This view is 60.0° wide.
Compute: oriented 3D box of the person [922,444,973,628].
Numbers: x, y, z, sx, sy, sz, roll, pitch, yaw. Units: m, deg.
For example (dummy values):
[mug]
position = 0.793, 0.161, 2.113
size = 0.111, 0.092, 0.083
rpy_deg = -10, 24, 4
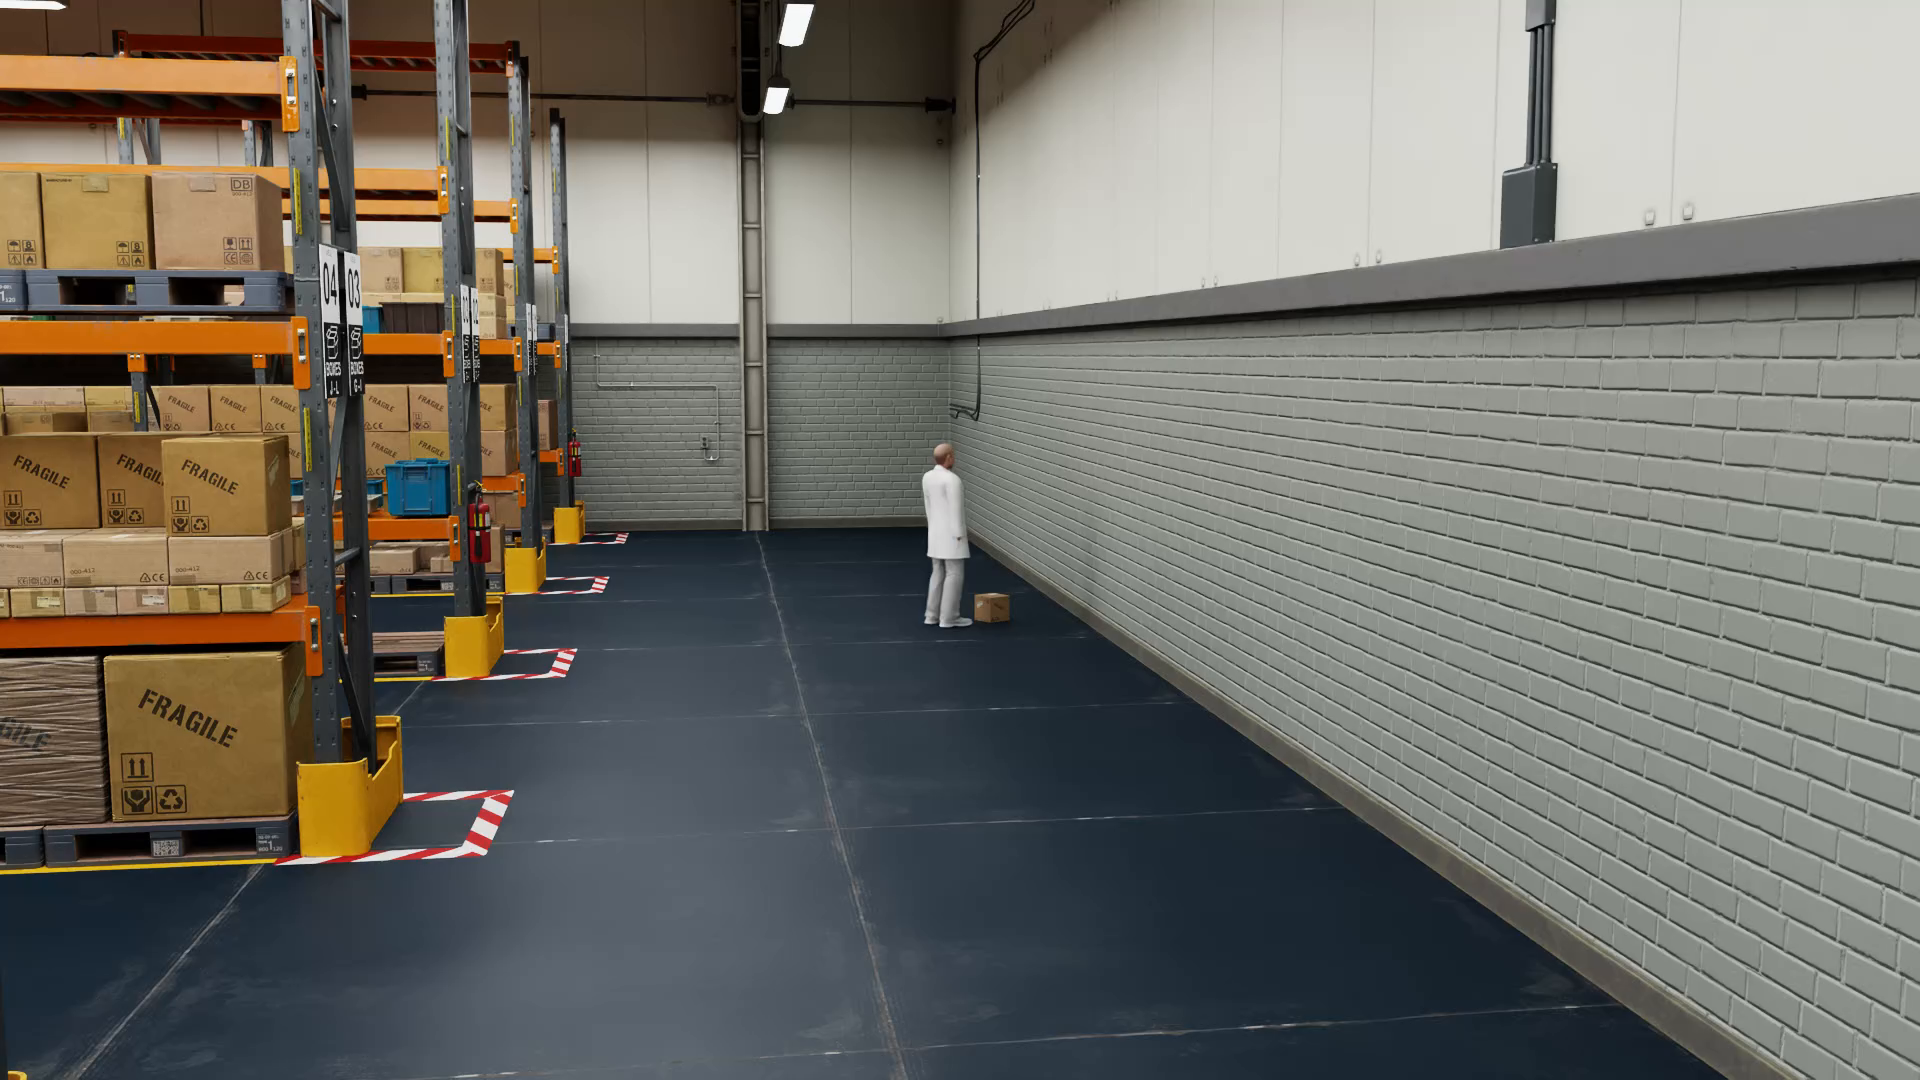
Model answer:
[person]
position = -0.128, -0.049, 16.229
size = 0.378, 1.777, 0.563
rpy_deg = -5, 8, -36
